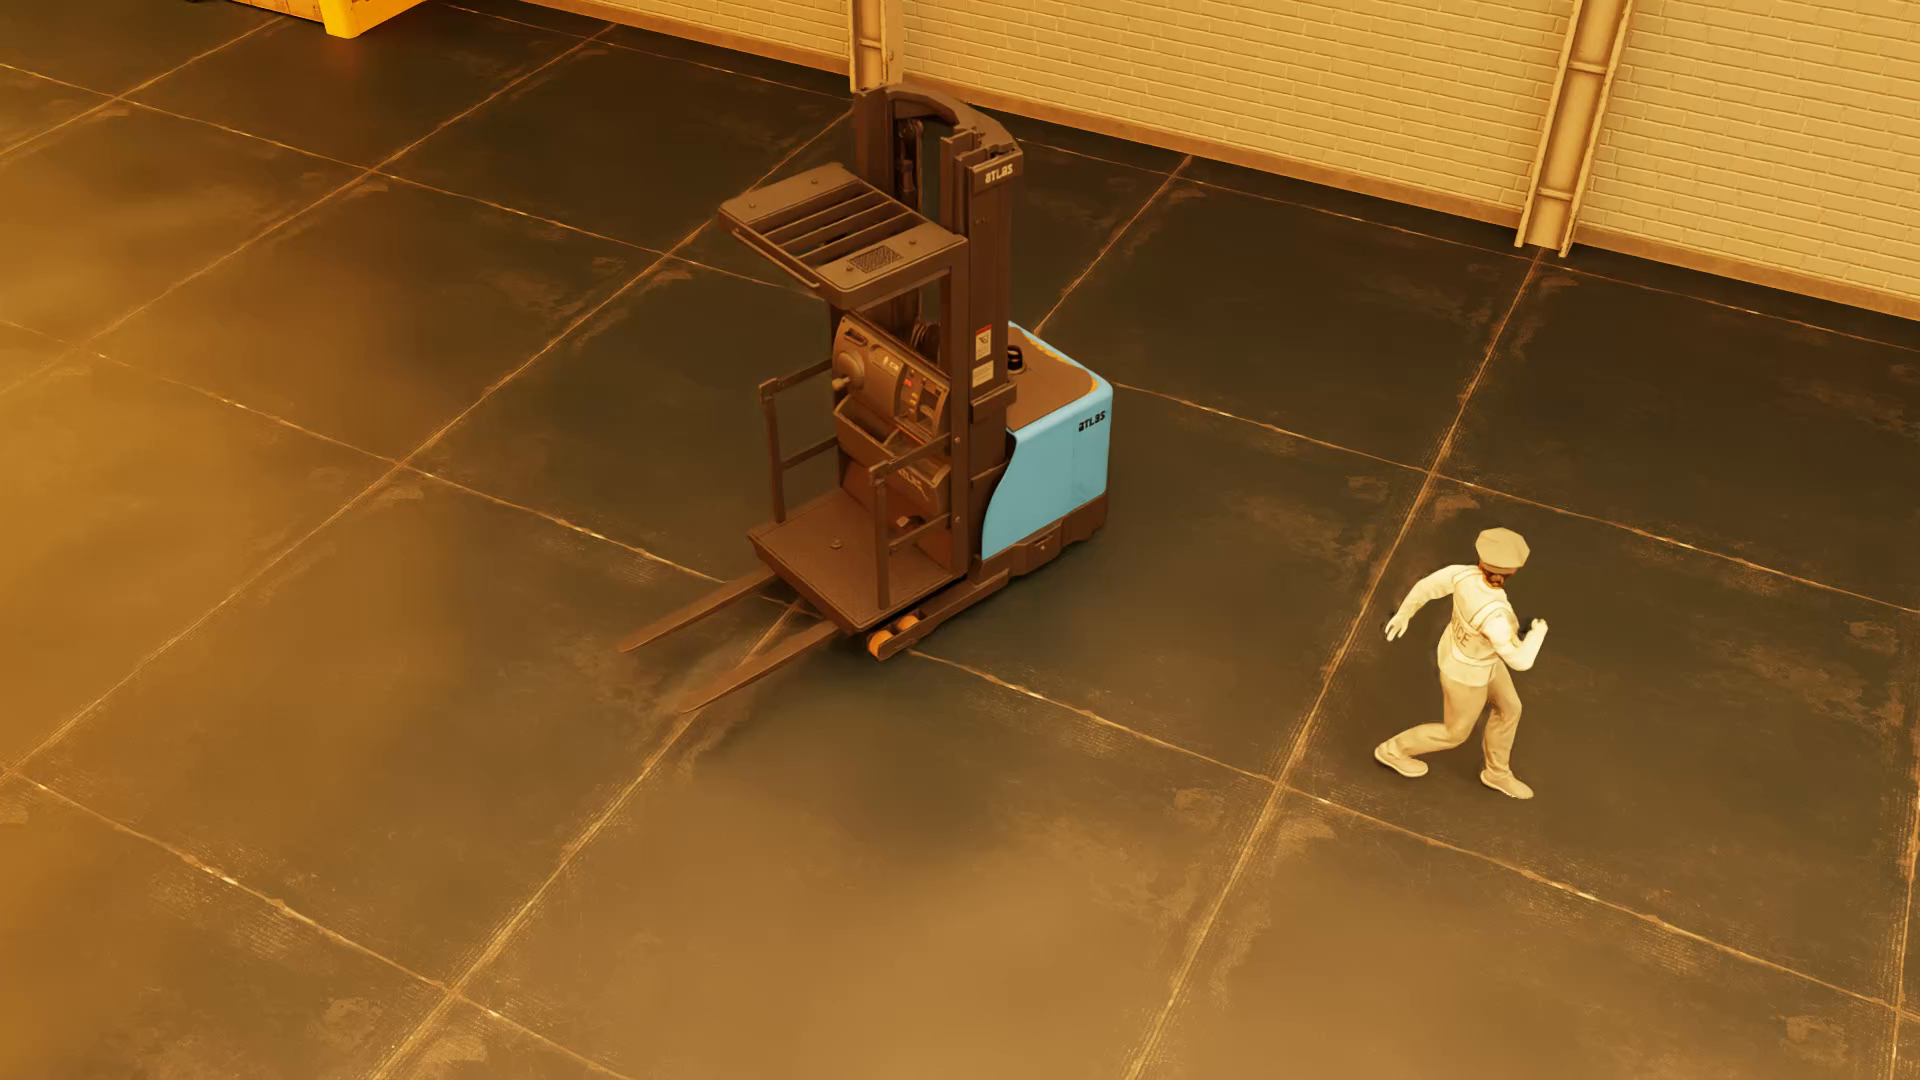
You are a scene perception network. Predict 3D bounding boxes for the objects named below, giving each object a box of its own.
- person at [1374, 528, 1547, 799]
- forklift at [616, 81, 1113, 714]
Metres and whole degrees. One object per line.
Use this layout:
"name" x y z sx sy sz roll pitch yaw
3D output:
"person" 2.575 0.630 8.312 0.897 1.611 0.506 8 41 10
"forklift" -0.541 -0.825 8.966 3.031 2.935 1.130 -29 48 -30
